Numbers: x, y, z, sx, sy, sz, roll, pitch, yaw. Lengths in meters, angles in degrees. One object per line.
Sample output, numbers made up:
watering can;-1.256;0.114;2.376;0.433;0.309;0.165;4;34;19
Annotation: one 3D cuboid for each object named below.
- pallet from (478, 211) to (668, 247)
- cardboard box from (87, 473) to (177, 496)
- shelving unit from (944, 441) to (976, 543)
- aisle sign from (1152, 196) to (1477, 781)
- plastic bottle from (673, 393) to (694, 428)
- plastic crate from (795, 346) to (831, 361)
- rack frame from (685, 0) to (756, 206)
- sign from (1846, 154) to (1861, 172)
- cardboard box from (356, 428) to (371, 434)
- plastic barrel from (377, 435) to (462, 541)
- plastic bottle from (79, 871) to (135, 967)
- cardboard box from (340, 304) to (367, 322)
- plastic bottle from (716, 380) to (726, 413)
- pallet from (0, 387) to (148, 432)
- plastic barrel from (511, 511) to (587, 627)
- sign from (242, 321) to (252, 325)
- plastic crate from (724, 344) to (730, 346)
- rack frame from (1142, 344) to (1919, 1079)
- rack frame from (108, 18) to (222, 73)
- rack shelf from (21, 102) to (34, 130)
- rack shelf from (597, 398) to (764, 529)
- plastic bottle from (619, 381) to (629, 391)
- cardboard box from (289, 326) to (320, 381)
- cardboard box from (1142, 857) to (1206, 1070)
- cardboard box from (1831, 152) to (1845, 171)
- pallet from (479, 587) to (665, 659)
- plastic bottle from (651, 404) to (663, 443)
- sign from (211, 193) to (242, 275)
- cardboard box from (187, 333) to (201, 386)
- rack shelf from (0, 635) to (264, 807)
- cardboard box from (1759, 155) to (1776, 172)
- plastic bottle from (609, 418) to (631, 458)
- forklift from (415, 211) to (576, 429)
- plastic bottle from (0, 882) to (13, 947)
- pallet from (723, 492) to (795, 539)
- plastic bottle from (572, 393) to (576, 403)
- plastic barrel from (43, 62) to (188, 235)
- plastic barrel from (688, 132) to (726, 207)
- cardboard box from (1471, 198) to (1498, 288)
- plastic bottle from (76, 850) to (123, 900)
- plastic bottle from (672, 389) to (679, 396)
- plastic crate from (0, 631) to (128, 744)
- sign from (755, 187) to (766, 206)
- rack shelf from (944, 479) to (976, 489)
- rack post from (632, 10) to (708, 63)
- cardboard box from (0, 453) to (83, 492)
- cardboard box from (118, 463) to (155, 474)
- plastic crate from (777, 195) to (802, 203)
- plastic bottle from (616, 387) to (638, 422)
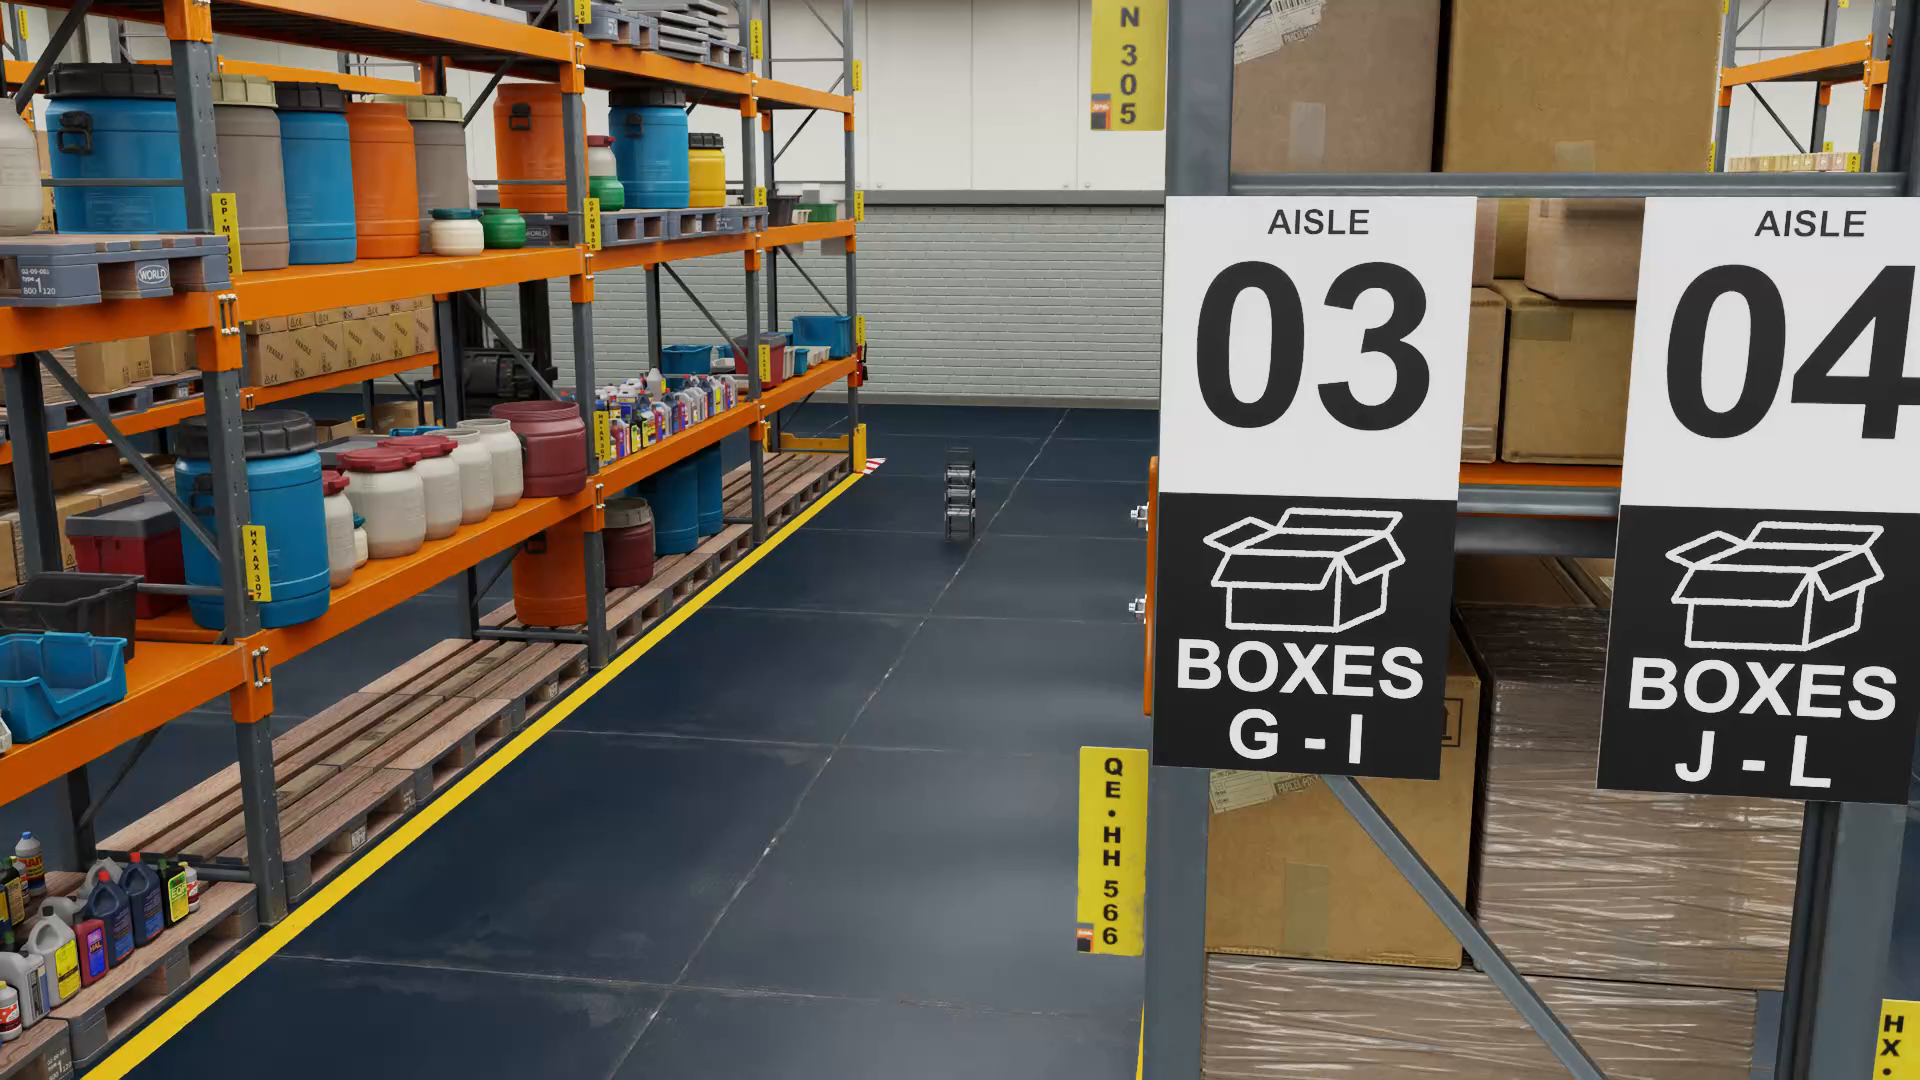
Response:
pallet;-2.678;-2.148;11.426;1.003;0.211;1.213;2;12;9
cardboard box;-7.125;-0.286;14.347;0.500;0.500;0.500;2;12;9
shelving unit;0.001;-0.442;15.163;0.258;0.900;0.210;2;12;9
aisle sign;0.466;-0.060;2.238;0.394;0.787;0.004;2;12;9
plastic bottle;-2.208;-1.040;13.252;0.152;0.276;0.135;2;12;9
plastic crate;-1.608;-2.008;17.932;0.396;0.136;0.243;2;12;9
rack frame;-2.277;-4.384;14.230;1.000;3.000;0.127;2;12;9
sign;6.965;-2.844;12.978;0.100;0.325;0.005;2;12;9
cardboard box;-6.996;-1.108;18.752;0.500;0.250;0.500;2;12;9
plastic barrel;-2.964;-0.287;9.138;0.433;0.535;0.433;0;12;0
plastic bottle;-3.351;1.478;6.517;0.144;0.351;0.185;1;12;6
cardboard box;-6.583;-2.561;17.401;0.500;0.500;0.500;2;12;10
plastic bottle;-2.074;-1.222;14.093;0.152;0.276;0.135;2;12;9
pallet;-7.491;-1.091;13.646;1.003;0.211;1.213;2;12;9
plastic barrel;-2.833;0.135;11.658;0.600;0.830;0.708;2;12;9
sign;-6.622;-2.161;15.409;0.100;0.325;0.005;2;12;9
plastic crate;-2.227;-1.916;17.276;0.416;0.233;0.300;2;12;9
rack frame;0.772;1.208;2.526;1.000;3.000;0.127;2;12;9
rack frame;-7.171;-4.545;14.978;1.000;3.000;0.127;2;12;9
rack shelf;-11.758;-4.574;17.769;1.077;0.370;4.000;2;12;9
rack shelf;-2.584;-0.683;13.006;1.077;0.370;4.000;2;12;9
plastic bottle;-2.825;-1.205;14.025;0.097;0.271;0.097;0;12;0
cardboard box;-6.747;-1.865;16.546;0.500;0.500;0.500;2;12;10
cardboard box;0.842;0.792;3.513;0.875;0.500;0.500;2;12;9
cardboard box;7.312;-3.070;13.480;0.380;0.149;0.250;2;12;10
pallet;-2.812;0.579;12.060;1.003;0.211;1.213;2;12;9
plastic bottle;-2.283;-0.880;12.489;0.061;0.283;0.133;2;12;9
sign;-2.965;-1.236;6.724;0.100;0.325;0.005;2;12;9
cardboard box;-7.347;-1.773;16.121;0.500;0.500;0.500;2;12;10
rack shelf;-3.815;0.982;5.279;1.077;0.370;4.000;2;12;9
cardboard box;7.564;-3.447;15.230;0.380;0.149;0.250;2;12;10
plastic bottle;-2.435;-0.733;11.828;0.152;0.276;0.135;2;12;9
forklift;-4.635;-1.668;16.031;1.130;2.935;3.031;3;12;12
plastic bottle;-3.899;1.454;6.628;0.144;0.351;0.185;2;12;9
pallet;-2.202;-0.242;15.872;1.003;0.211;1.213;2;12;9
plastic bottle;-2.961;-1.028;13.017;0.144;0.351;0.185;2;12;9
plastic barrel;-3.643;-1.610;7.290;0.600;0.901;0.708;2;12;9
plastic barrel;-2.216;-3.018;13.570;0.600;0.588;0.600;0;12;0
cardboard box;0.662;-0.499;2.733;0.380;0.149;0.250;1;12;7
plastic bottle;-3.464;1.433;6.724;0.144;0.351;0.185;2;12;9
plastic bottle;-2.298;-1.087;13.477;0.097;0.271;0.097;0;12;0
plastic crate;-3.409;0.526;6.041;0.499;0.251;0.616;2;12;9
sign;-1.733;-2.903;14.461;0.100;0.325;0.005;2;12;9
rack shelf;0.001;-0.497;15.151;0.258;0.077;0.200;2;12;9
rack post;-2.462;-3.714;12.309;0.937;0.300;0.954;3;13;15
cardboard box;-7.716;-0.566;13.867;0.500;0.250;0.500;2;12;8
cardboard box;-7.557;-0.401;14.880;0.500;0.500;0.500;2;12;9
plastic crate;-1.996;-3.615;18.094;0.497;0.269;0.590;2;12;9
plastic bottle;-2.716;-1.109;13.568;0.152;0.276;0.135;2;12;9
